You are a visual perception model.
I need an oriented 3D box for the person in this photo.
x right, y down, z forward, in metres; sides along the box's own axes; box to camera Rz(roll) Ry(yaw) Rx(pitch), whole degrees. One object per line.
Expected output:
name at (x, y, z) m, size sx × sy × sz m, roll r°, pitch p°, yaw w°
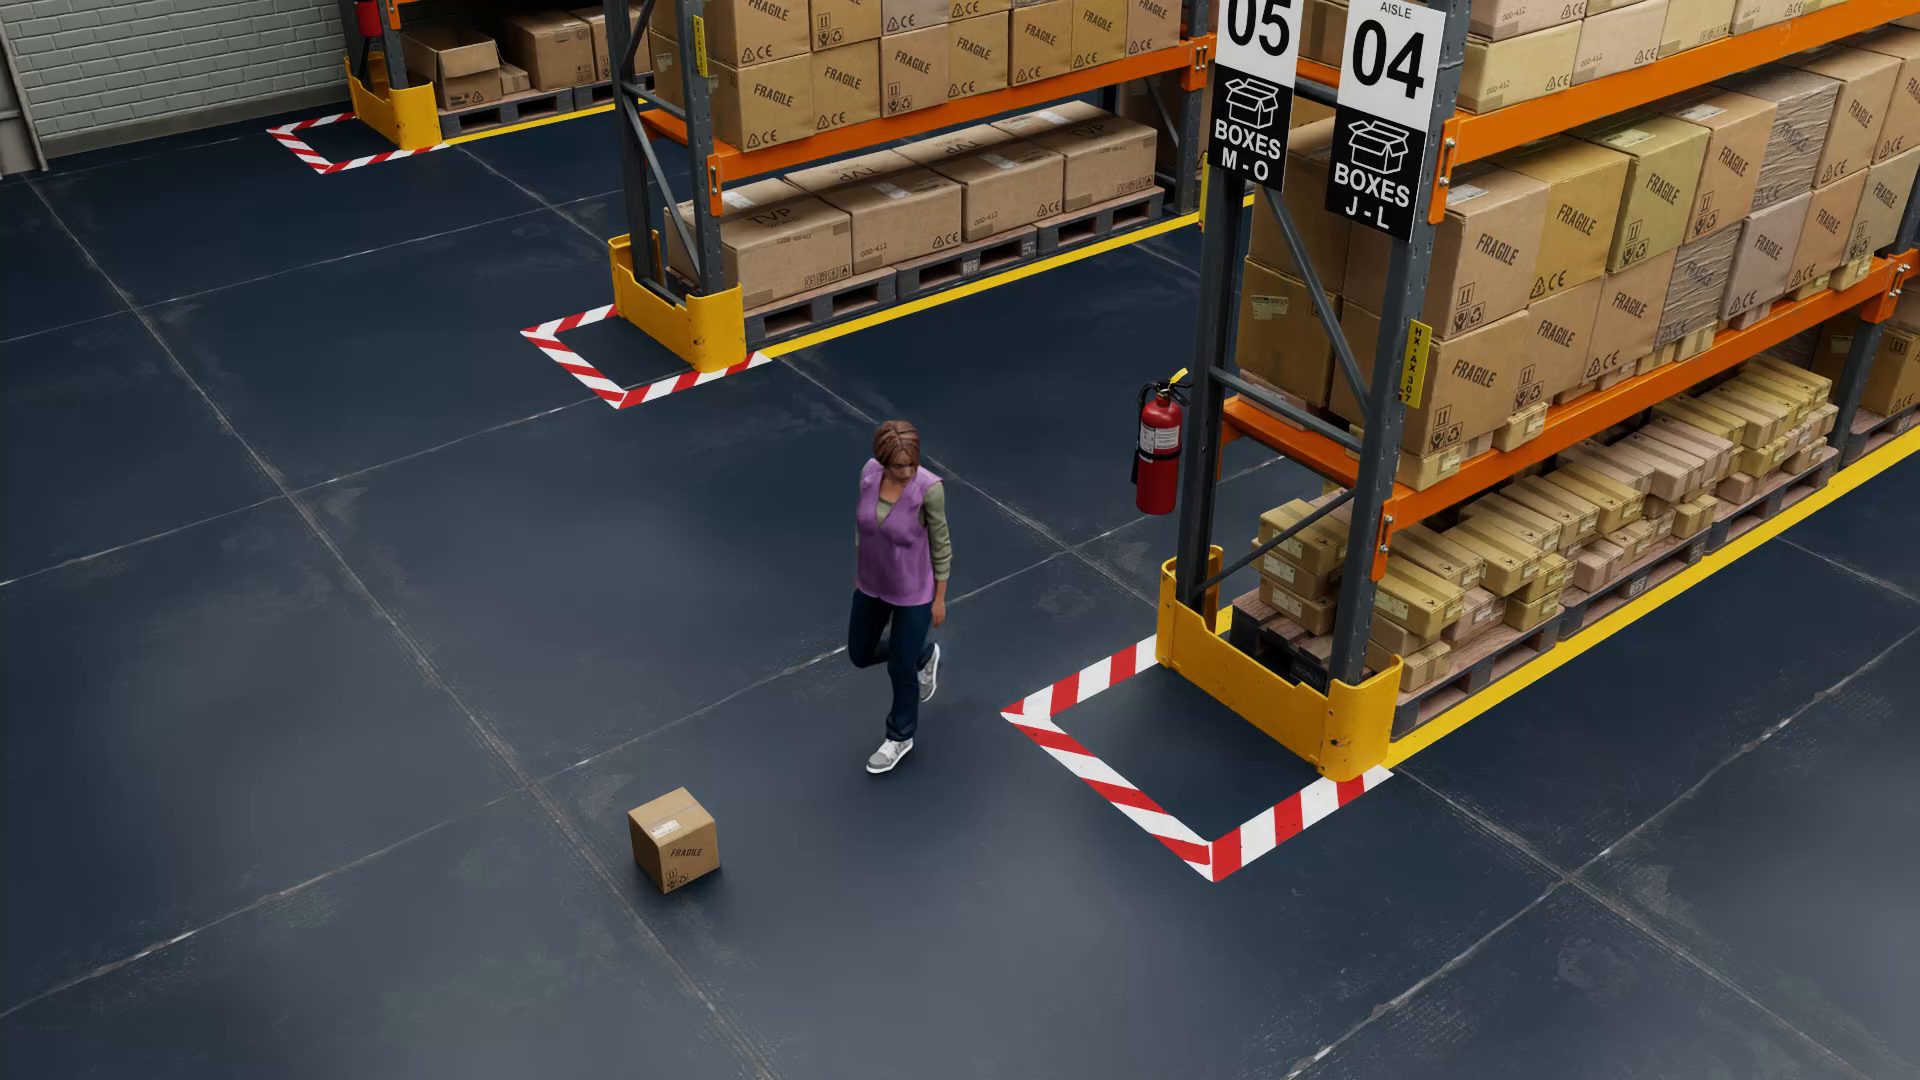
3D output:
person at (-0.225, 0.193, 6.828) m, size 0.427 × 1.598 × 0.589 m, roll 20°, pitch 38°, yaw 28°
